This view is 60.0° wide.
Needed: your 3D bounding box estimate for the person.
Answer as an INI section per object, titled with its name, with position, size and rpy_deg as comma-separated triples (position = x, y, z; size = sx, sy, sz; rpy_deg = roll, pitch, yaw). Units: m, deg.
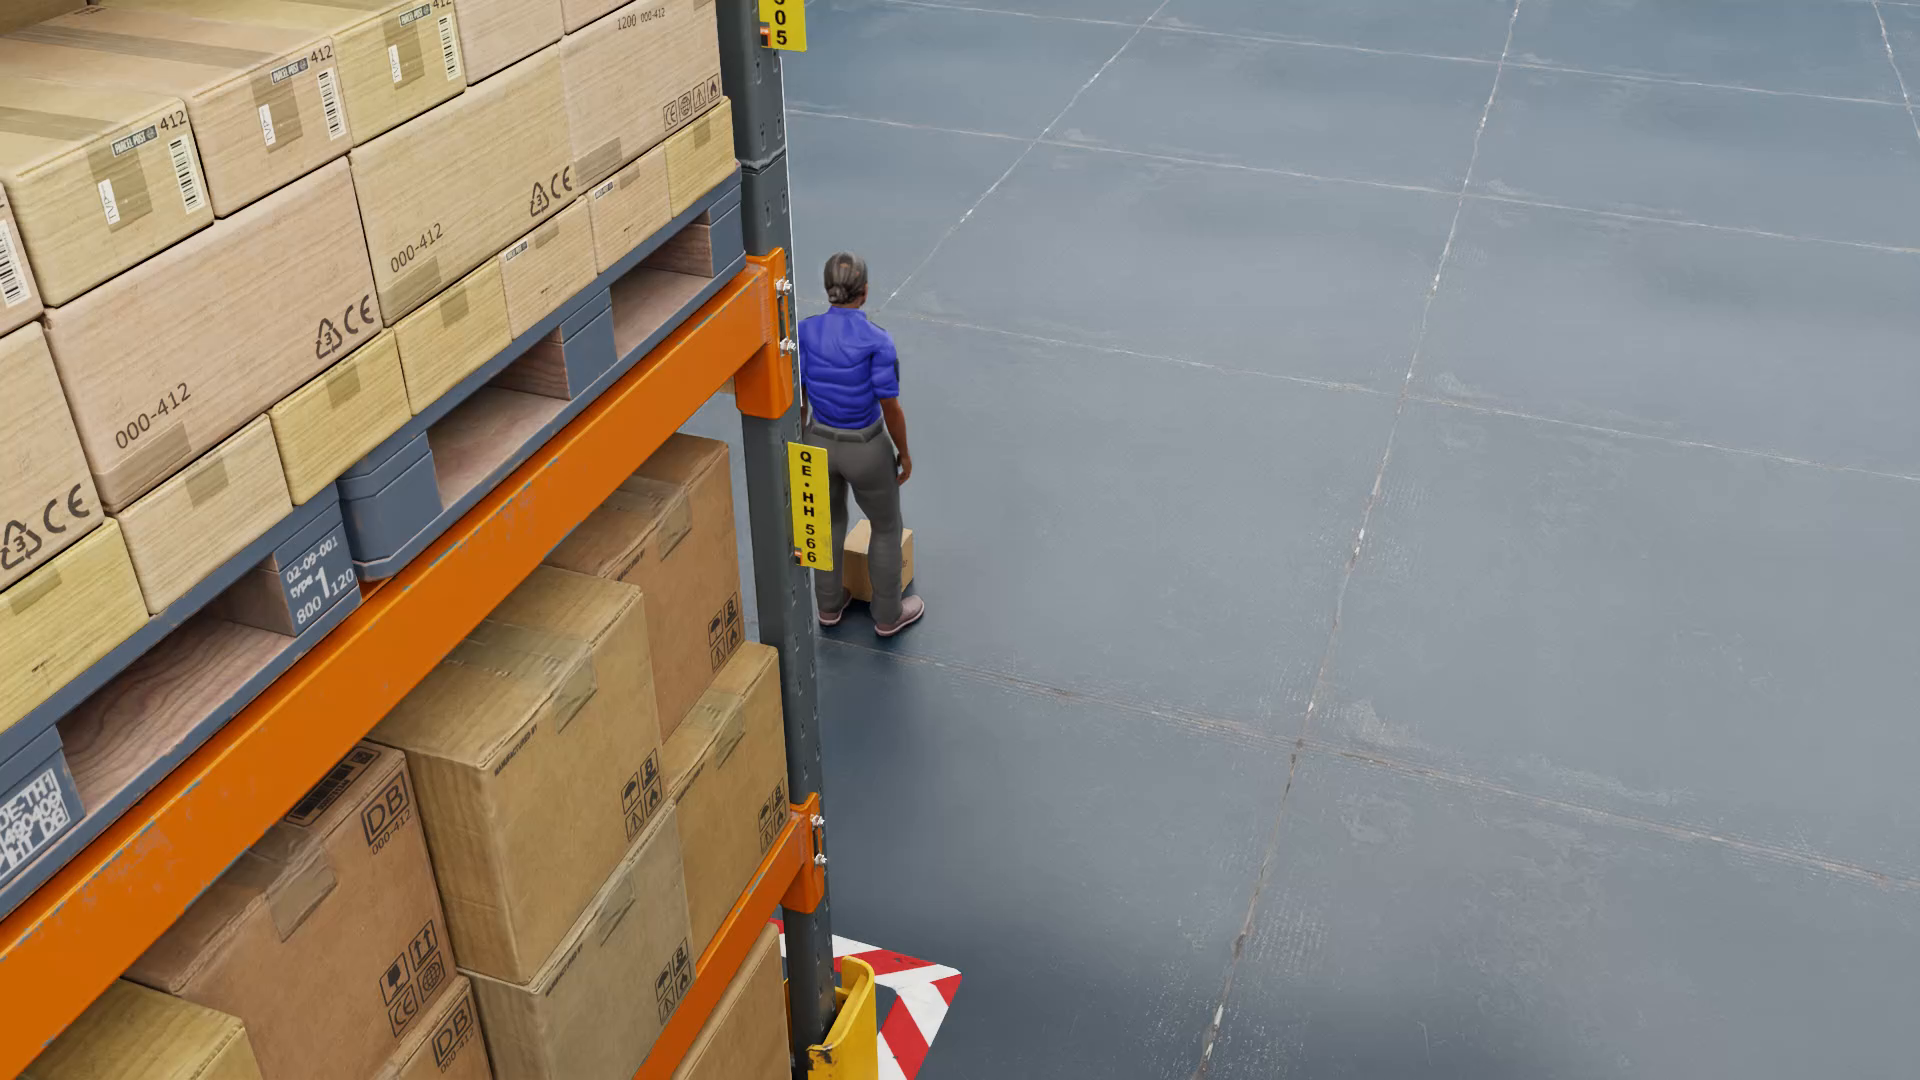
[person]
position = -0.431, -0.364, 6.695
size = 0.507, 1.655, 0.347
rpy_deg = 11, 35, 17
